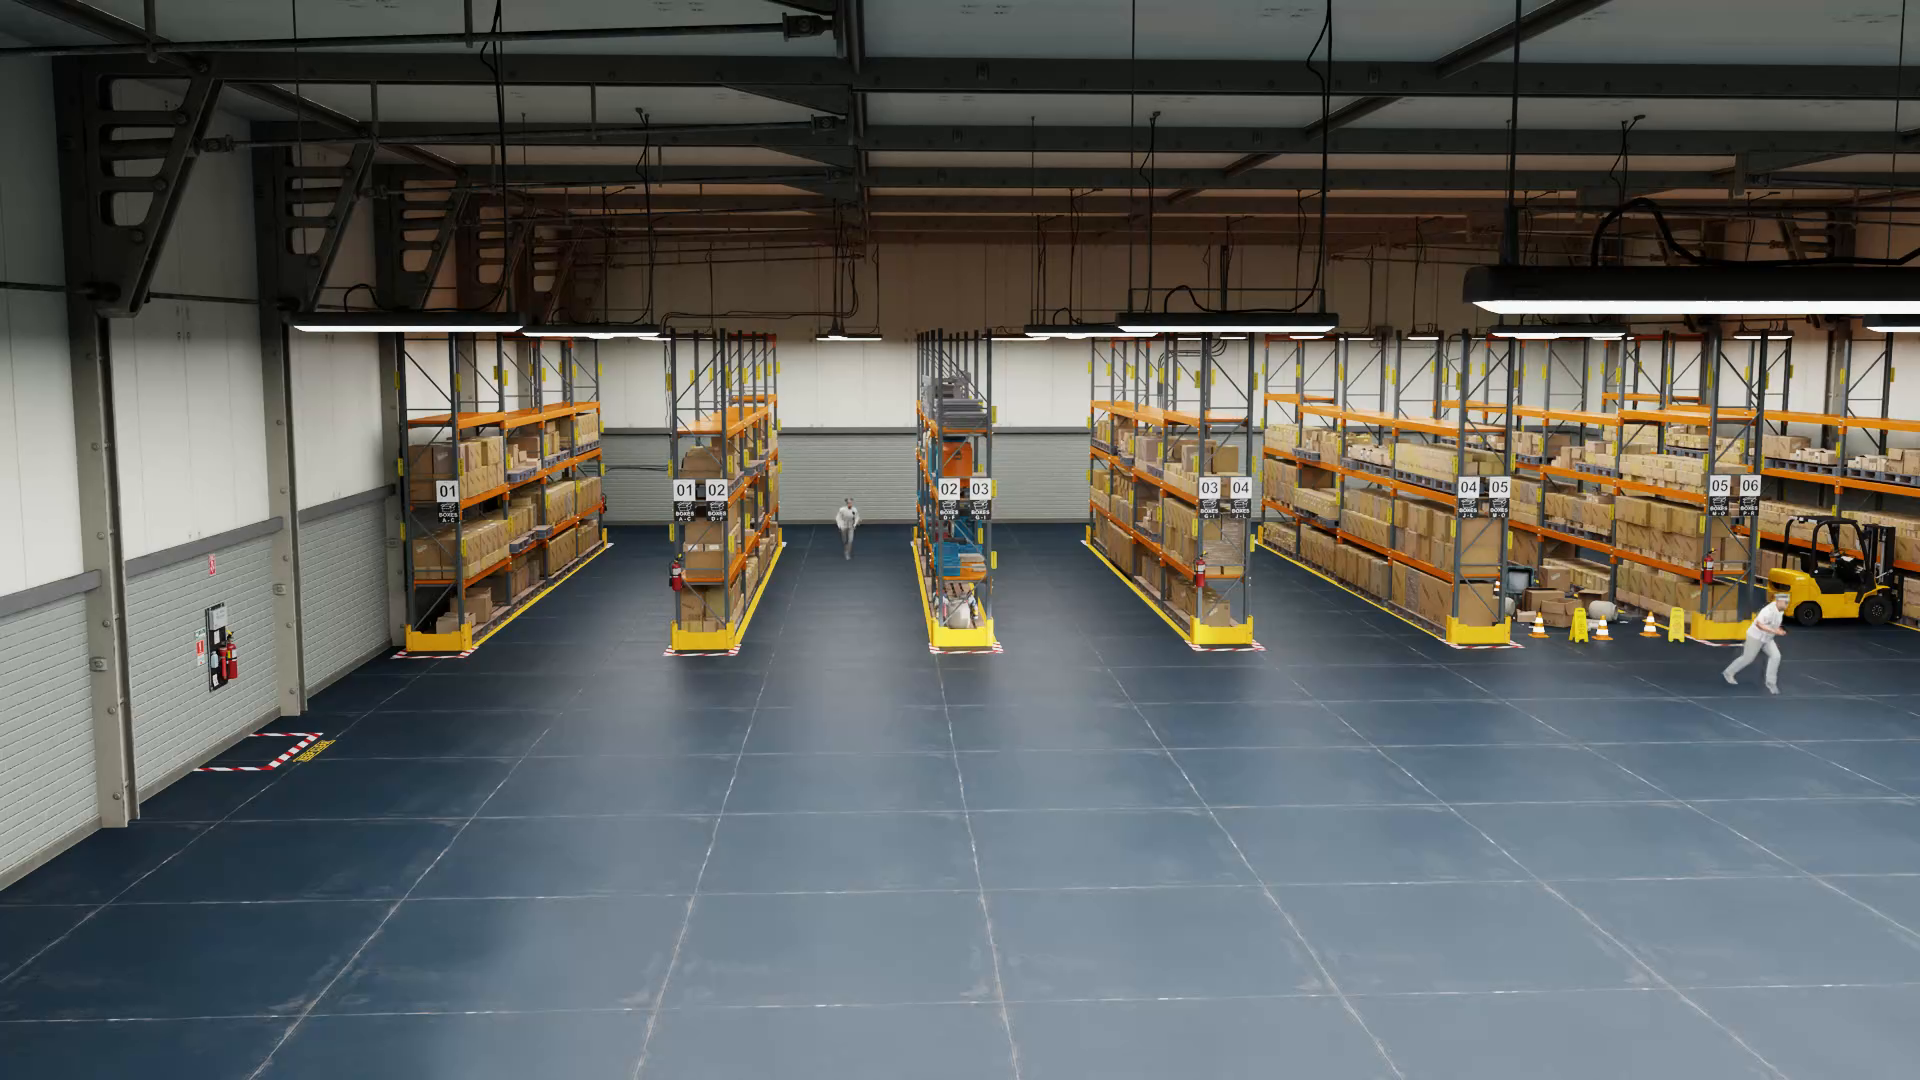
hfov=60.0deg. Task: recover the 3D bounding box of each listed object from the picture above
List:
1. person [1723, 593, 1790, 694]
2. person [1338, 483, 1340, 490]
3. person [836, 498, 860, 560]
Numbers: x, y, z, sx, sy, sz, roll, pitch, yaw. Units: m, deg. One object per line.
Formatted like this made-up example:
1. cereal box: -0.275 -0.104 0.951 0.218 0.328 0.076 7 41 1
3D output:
1. person: 13.223 1.688 27.601 0.708 1.721 1.019 -6 9 -40
2. person: 11.239 -0.892 49.350 0.655 1.603 0.585 -2 7 -20
3. person: -2.998 -0.315 44.556 0.633 1.671 0.782 -1 7 -7
